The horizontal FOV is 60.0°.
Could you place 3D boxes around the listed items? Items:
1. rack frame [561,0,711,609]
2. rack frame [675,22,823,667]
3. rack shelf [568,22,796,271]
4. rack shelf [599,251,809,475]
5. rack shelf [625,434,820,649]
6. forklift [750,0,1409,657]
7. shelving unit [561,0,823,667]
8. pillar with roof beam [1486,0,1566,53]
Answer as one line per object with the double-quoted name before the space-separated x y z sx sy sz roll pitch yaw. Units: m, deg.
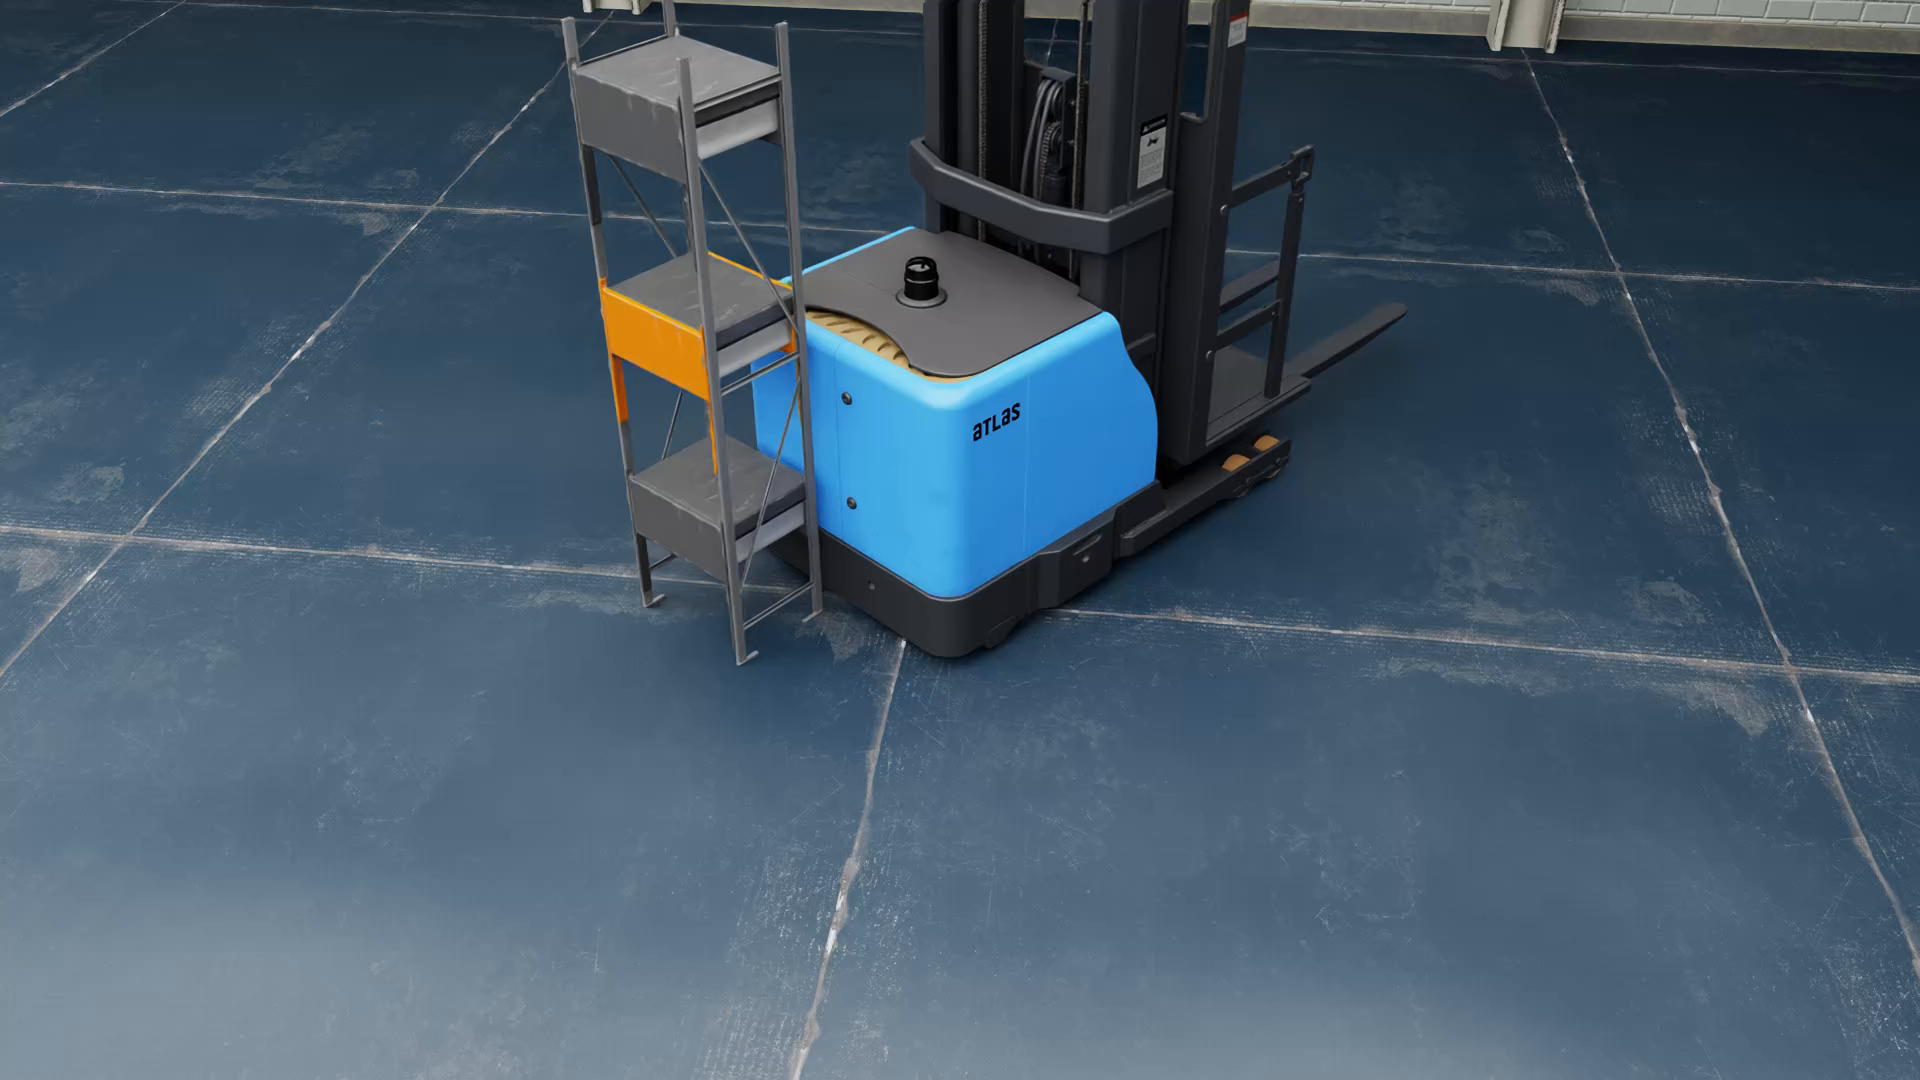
"rack frame" -0.989 -0.700 5.423 0.015 2.100 0.400 27 43 32
"rack frame" -0.622 -0.513 5.161 0.015 2.100 0.400 27 43 32
"rack shelf" -0.805 -1.165 4.894 0.480 0.518 0.431 27 43 32
"rack shelf" -0.805 -0.596 5.300 0.480 0.518 0.431 27 43 32
"rack shelf" -0.805 -0.026 5.707 0.480 0.518 0.431 27 43 32
"forklift" 0.665 -1.551 5.900 3.031 2.935 1.130 -30 45 -35
"shelving unit" -0.805 -0.607 5.292 0.503 2.100 0.431 27 43 32
"pillar with roof beam" 3.069 -4.389 4.653 0.400 9.000 9.100 4 36 6
